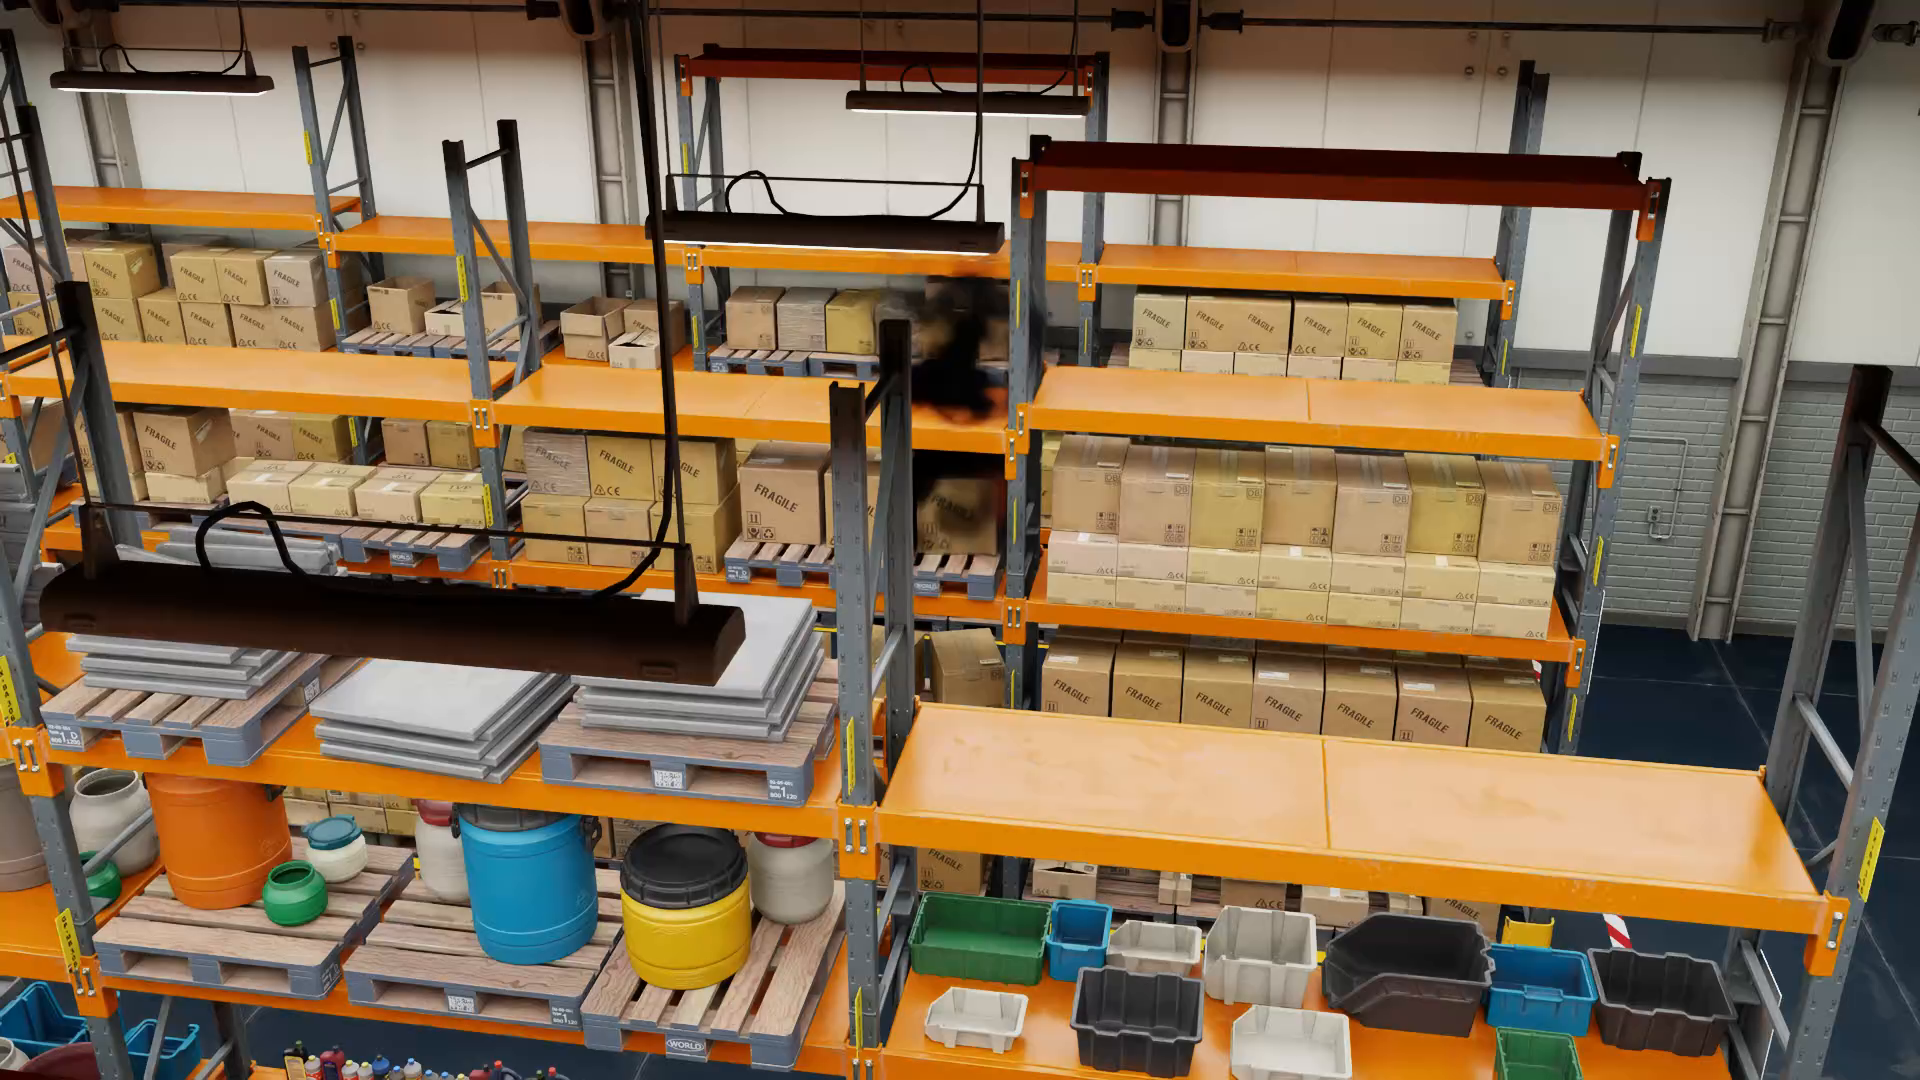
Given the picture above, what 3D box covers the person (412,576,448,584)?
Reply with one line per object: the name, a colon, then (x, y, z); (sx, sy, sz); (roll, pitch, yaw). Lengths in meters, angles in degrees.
person: (-5.155, 0.843, 16.229); (0.614, 1.671, 0.659); (1, 23, 2)
